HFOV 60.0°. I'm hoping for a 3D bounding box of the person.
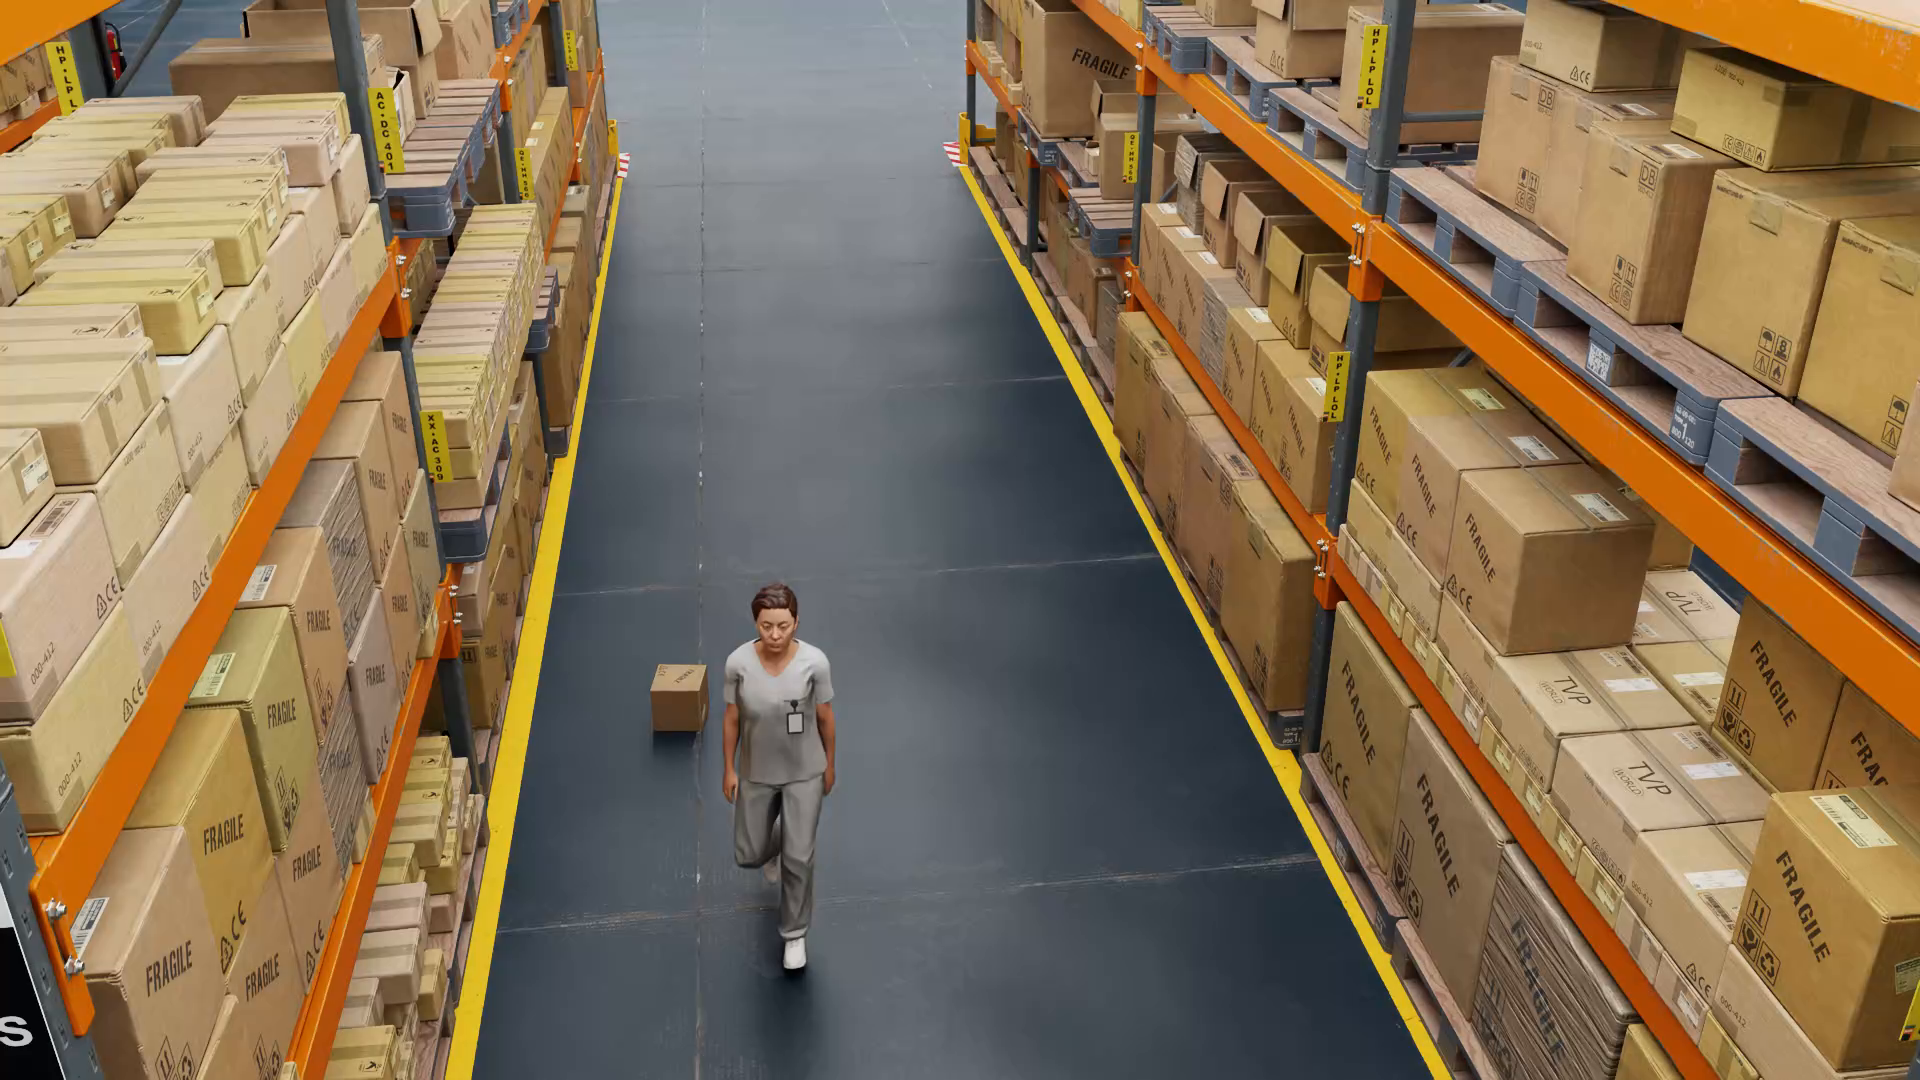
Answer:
[{"bbox_3d":[-0.736,0.915,6.800,0.466,1.652,0.672,1,27,1],"label":"person"}]
